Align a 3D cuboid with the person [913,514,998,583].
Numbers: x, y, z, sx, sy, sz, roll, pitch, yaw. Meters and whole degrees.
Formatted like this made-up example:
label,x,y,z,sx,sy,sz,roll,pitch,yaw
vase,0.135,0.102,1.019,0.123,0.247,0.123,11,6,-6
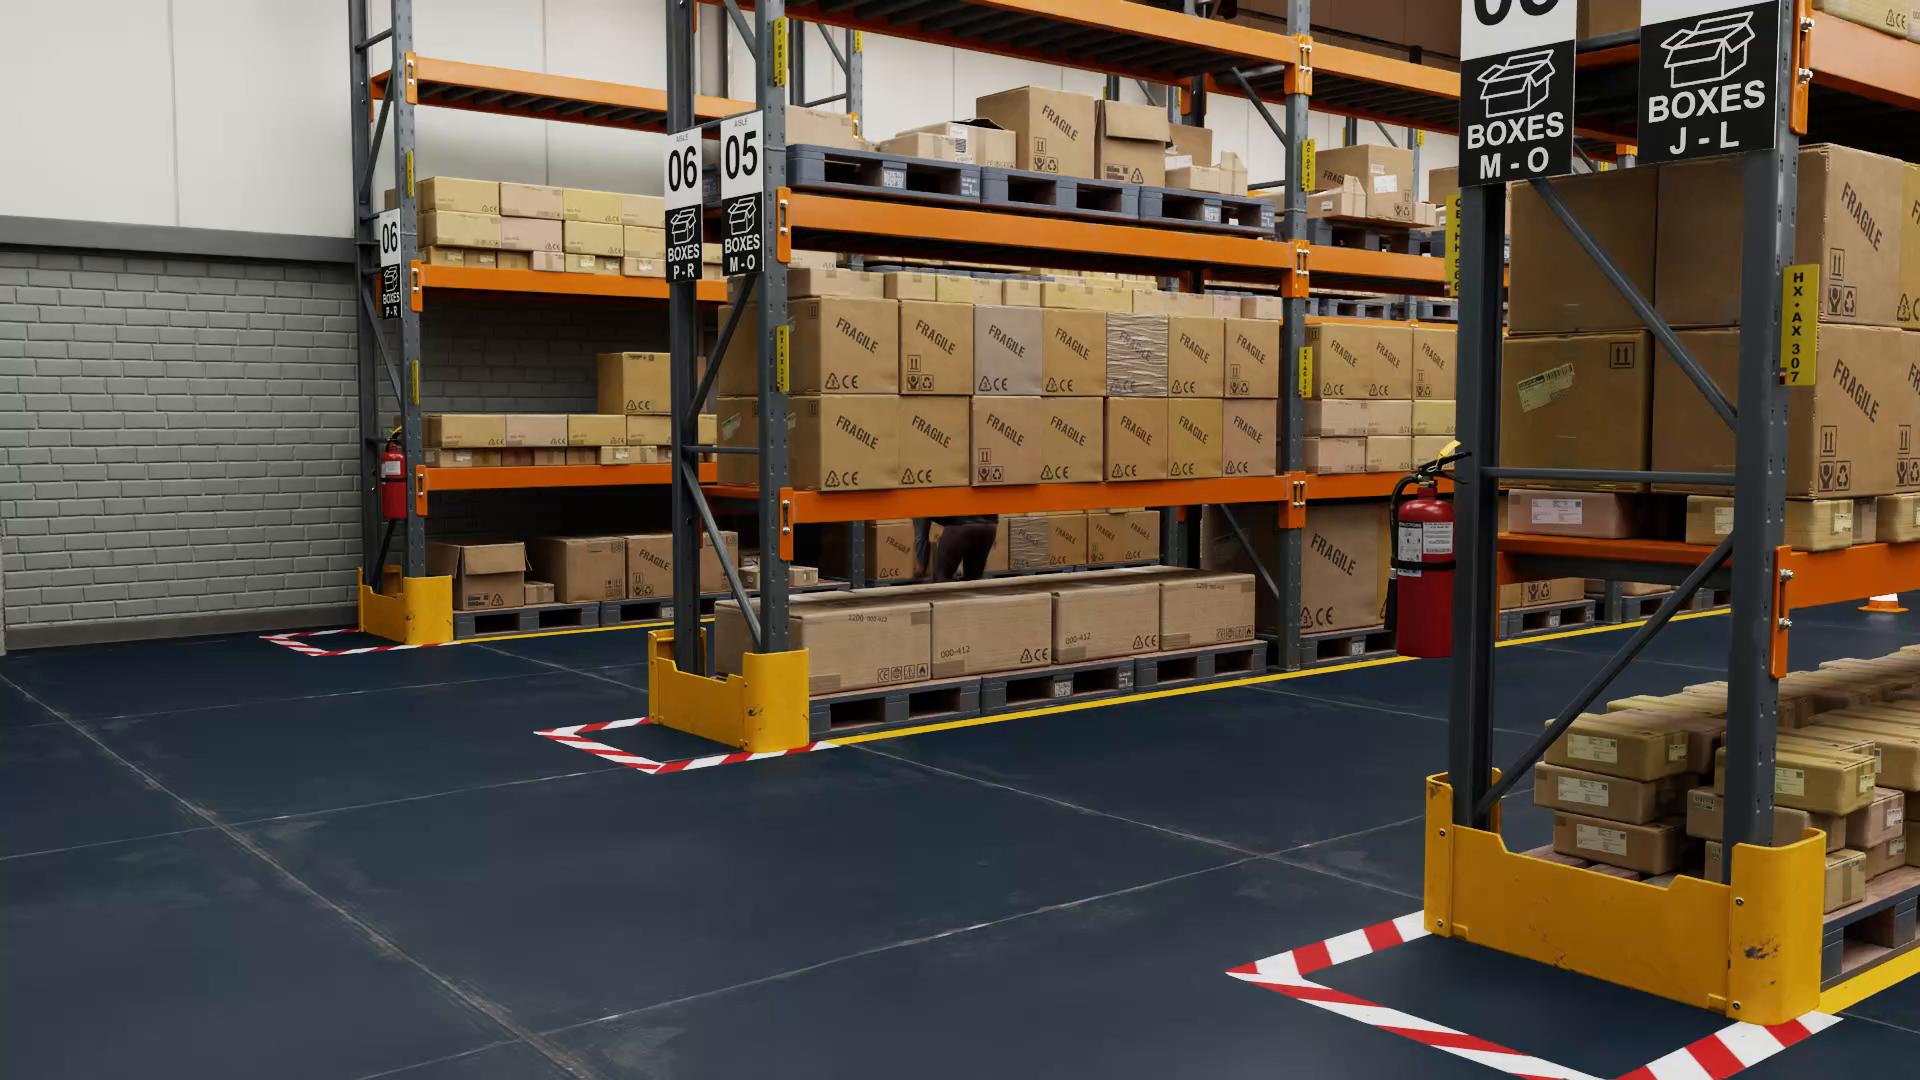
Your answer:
label,x,y,z,sx,sy,sz,roll,pitch,yaw
person,-0.110,0.104,12.799,0.463,1.274,0.916,-4,6,-40
